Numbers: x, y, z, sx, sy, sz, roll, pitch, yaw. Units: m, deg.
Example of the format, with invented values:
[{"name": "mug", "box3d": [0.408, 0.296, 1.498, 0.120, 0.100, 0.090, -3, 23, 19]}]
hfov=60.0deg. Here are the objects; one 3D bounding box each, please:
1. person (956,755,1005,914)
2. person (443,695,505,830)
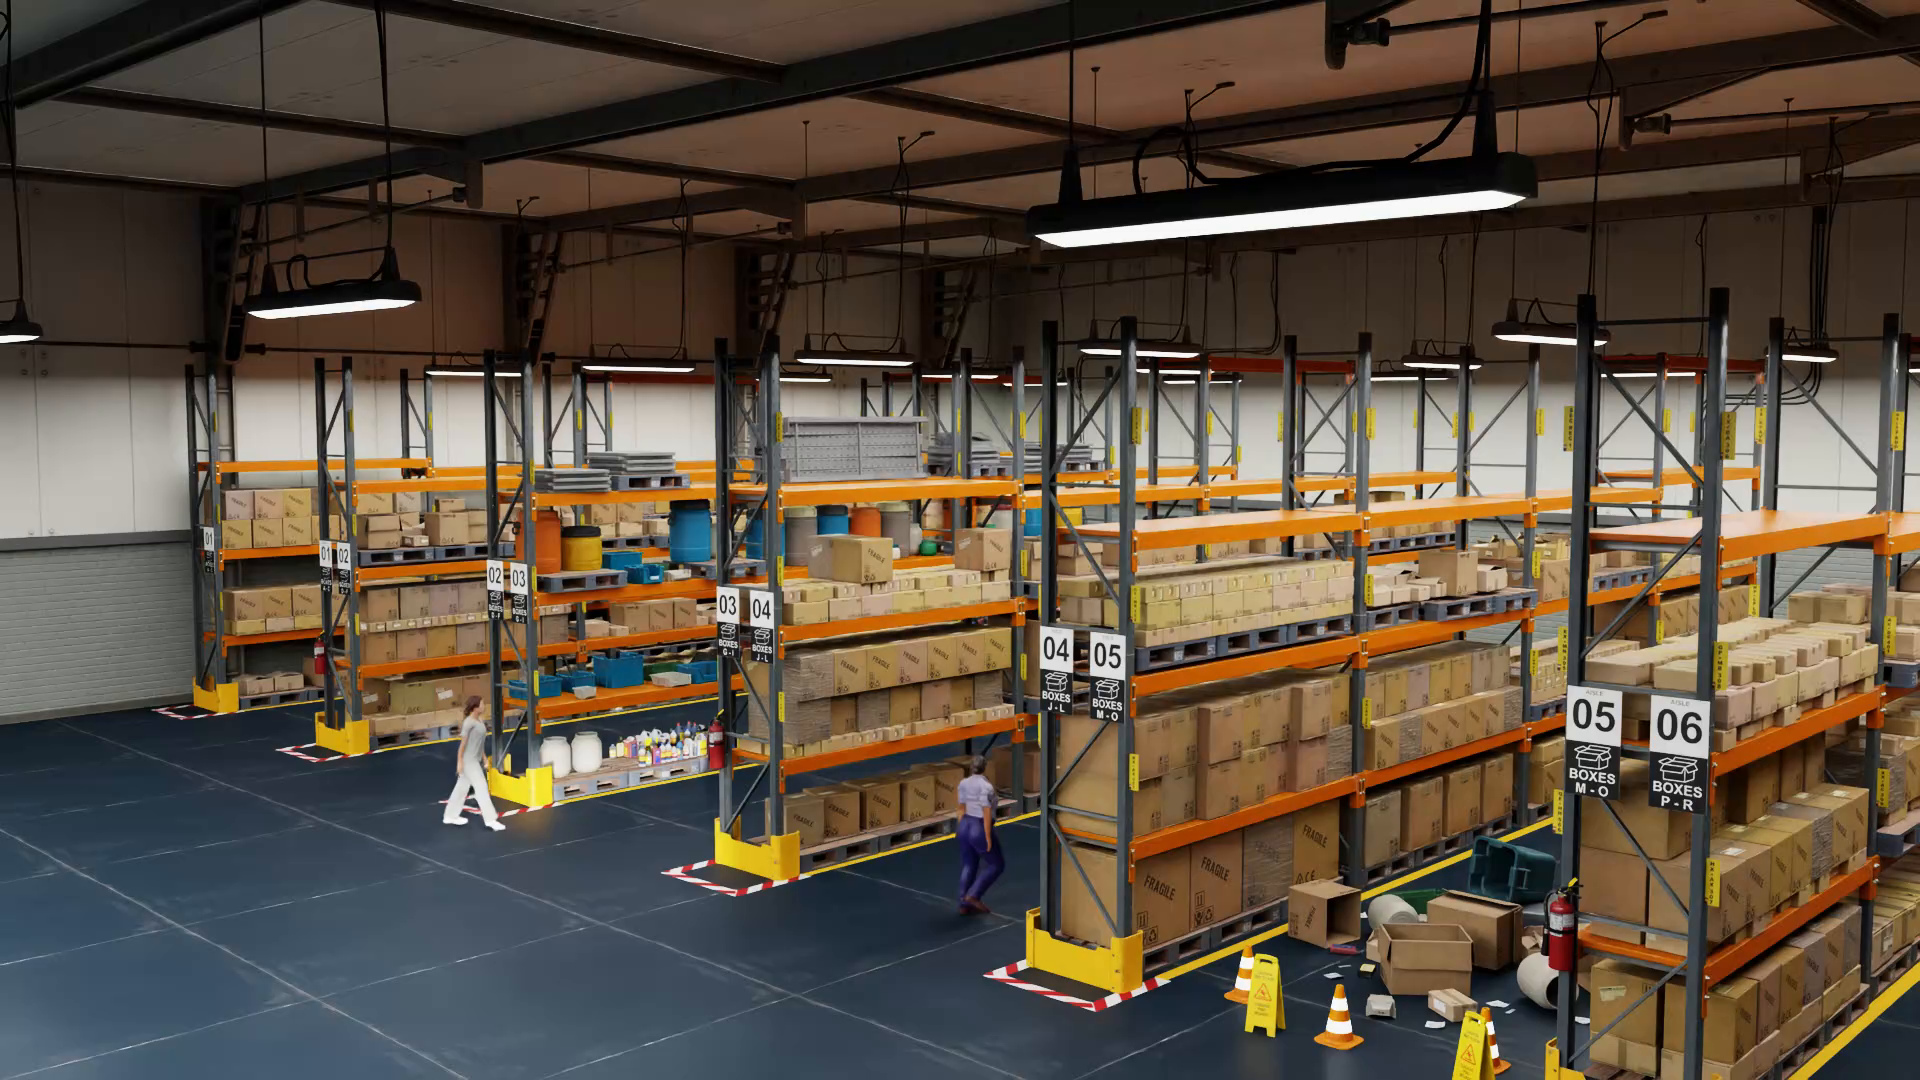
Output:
[{"name": "person", "box3d": [0.166, 3.031, 17.109, 0.462, 1.638, 0.530, -3, 6, -38]}, {"name": "person", "box3d": [-6.040, 2.754, 20.713, 0.854, 1.645, 0.498, 0, 4, 5]}]
